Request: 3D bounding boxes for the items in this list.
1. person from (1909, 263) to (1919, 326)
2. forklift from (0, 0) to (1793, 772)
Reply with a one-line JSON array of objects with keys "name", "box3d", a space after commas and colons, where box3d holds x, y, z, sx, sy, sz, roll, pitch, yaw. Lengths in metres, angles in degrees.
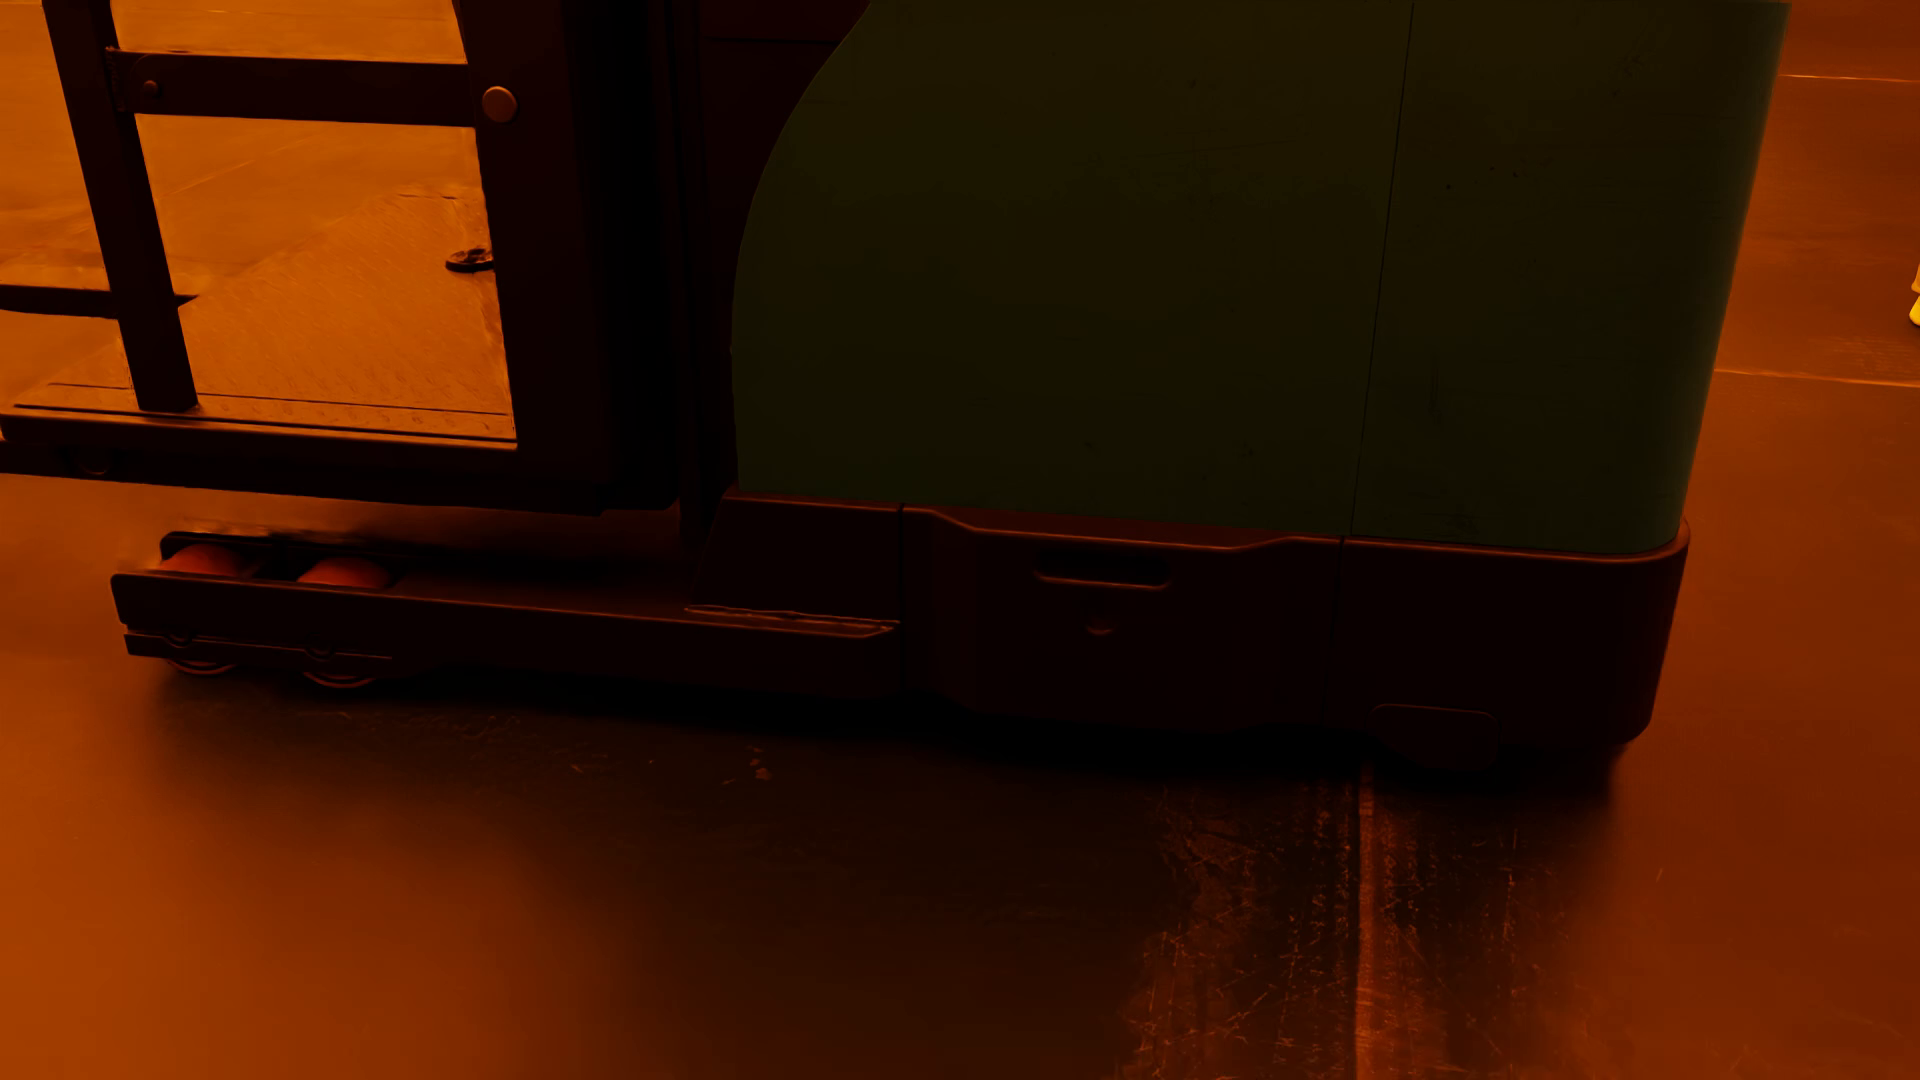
[{"name": "person", "box3d": [2.127, -1.185, 2.994, 0.503, 1.671, 0.359, -14, 30, -25]}, {"name": "forklift", "box3d": [-0.616, -1.348, 1.917, 3.031, 2.935, 1.130, 4, 27, 9]}]
